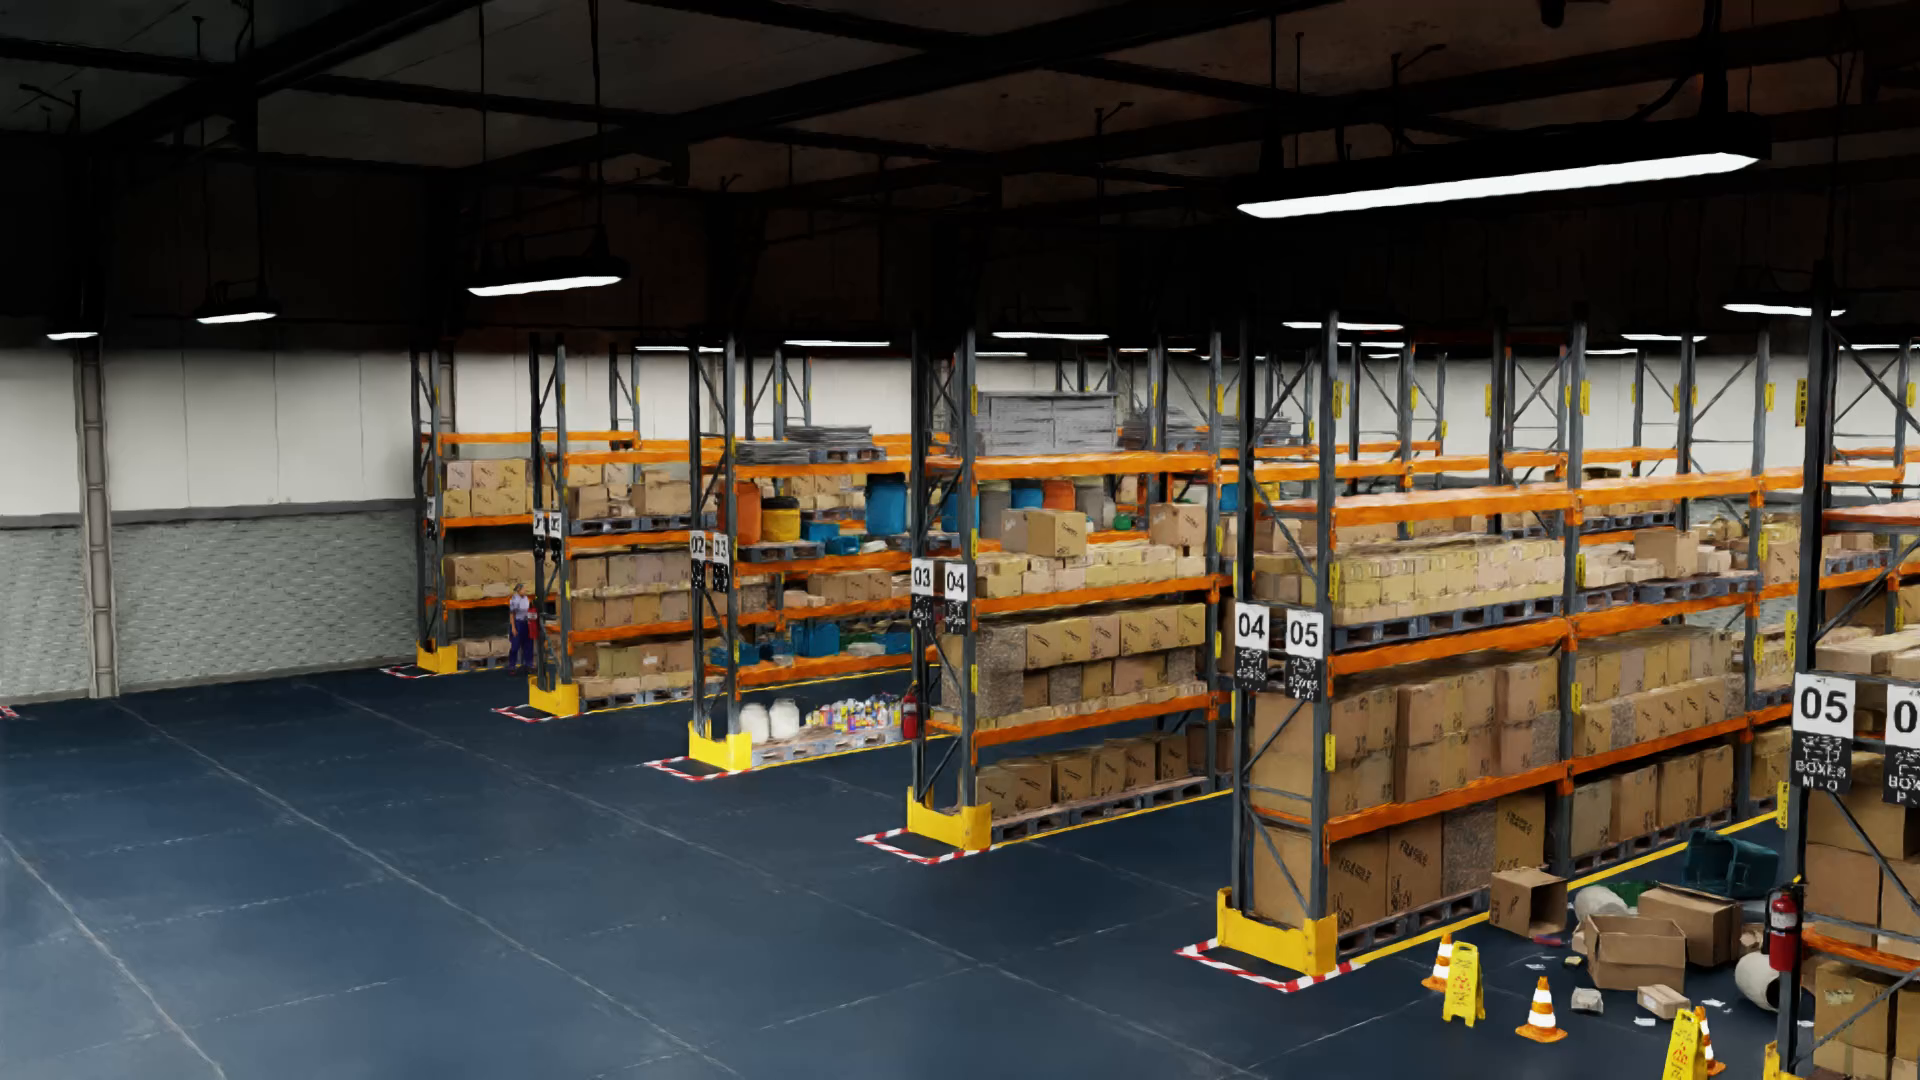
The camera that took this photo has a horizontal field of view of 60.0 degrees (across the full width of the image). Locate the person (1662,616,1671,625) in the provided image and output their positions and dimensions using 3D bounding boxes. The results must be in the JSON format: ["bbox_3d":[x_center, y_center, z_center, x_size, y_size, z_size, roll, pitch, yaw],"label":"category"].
[{"bbox_3d":[10.997,1.929,25.758,0.365,1.678,0.582,4,7,38],"label":"person"}]

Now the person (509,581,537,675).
[{"bbox_3d":[-7.854,1.571,29.846,0.445,1.657,0.578,2,6,24],"label":"person"}]
